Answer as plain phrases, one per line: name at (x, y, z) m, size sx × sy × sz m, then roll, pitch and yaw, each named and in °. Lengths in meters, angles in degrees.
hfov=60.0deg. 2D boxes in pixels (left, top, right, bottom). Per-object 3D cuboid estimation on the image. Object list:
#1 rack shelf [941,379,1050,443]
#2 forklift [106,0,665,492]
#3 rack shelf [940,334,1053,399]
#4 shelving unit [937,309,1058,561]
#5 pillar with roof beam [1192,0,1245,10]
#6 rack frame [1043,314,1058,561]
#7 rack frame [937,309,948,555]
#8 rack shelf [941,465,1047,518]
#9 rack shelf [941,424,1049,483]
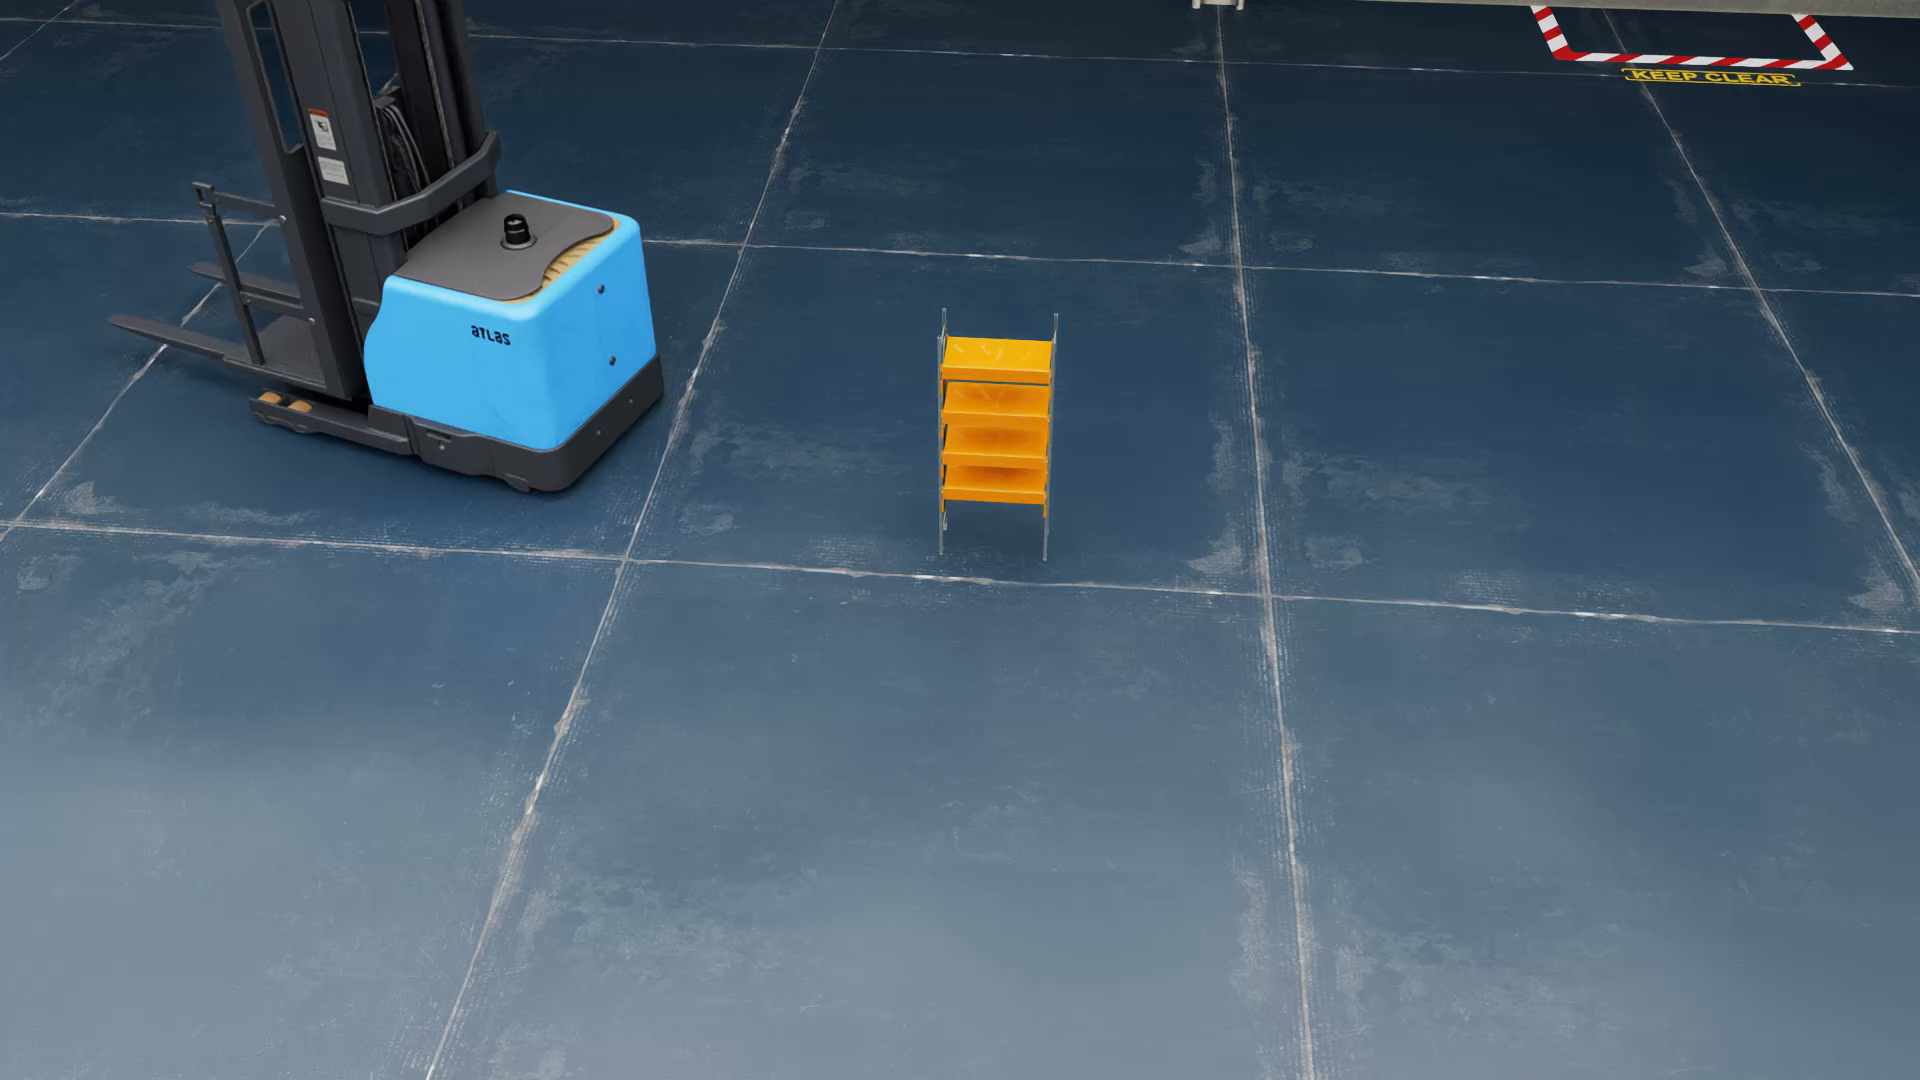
rack shelf at (0.165, -0.578, 7.432) m, size 0.480 × 0.148 × 0.258 m, roll 3°, pitch 39°, yaw 4°
forklift at (-3.125, -1.978, 8.029) m, size 3.031 × 2.935 × 1.130 m, roll 15°, pitch 42°, yaw 18°
rack shelf at (0.165, -0.761, 7.283) m, size 0.480 × 0.148 × 0.258 m, roll 3°, pitch 39°, yaw 4°
shelving unit at (0.165, -0.456, 7.531) m, size 0.503 × 1.200 × 0.258 m, roll 3°, pitch 39°, yaw 4°
pillar with roof beam at (1.665, -5.045, 6.990) m, size 0.400 × 9.000 × 9.100 m, roll 3°, pitch 39°, yaw 4°
rack frame at (0.408, -0.443, 7.514) m, size 0.015 × 1.200 × 0.240 m, roll 3°, pitch 39°, yaw 4°
rack frame at (-0.078, -0.470, 7.547) m, size 0.015 × 1.200 × 0.240 m, roll 3°, pitch 39°, yaw 4°
rack shelf at (0.165, -0.250, 7.698) m, size 0.480 × 0.148 × 0.258 m, roll 3°, pitch 39°, yaw 4°
rack shelf at (0.165, -0.404, 7.573) m, size 0.480 × 0.148 × 0.258 m, roll 3°, pitch 39°, yaw 4°
